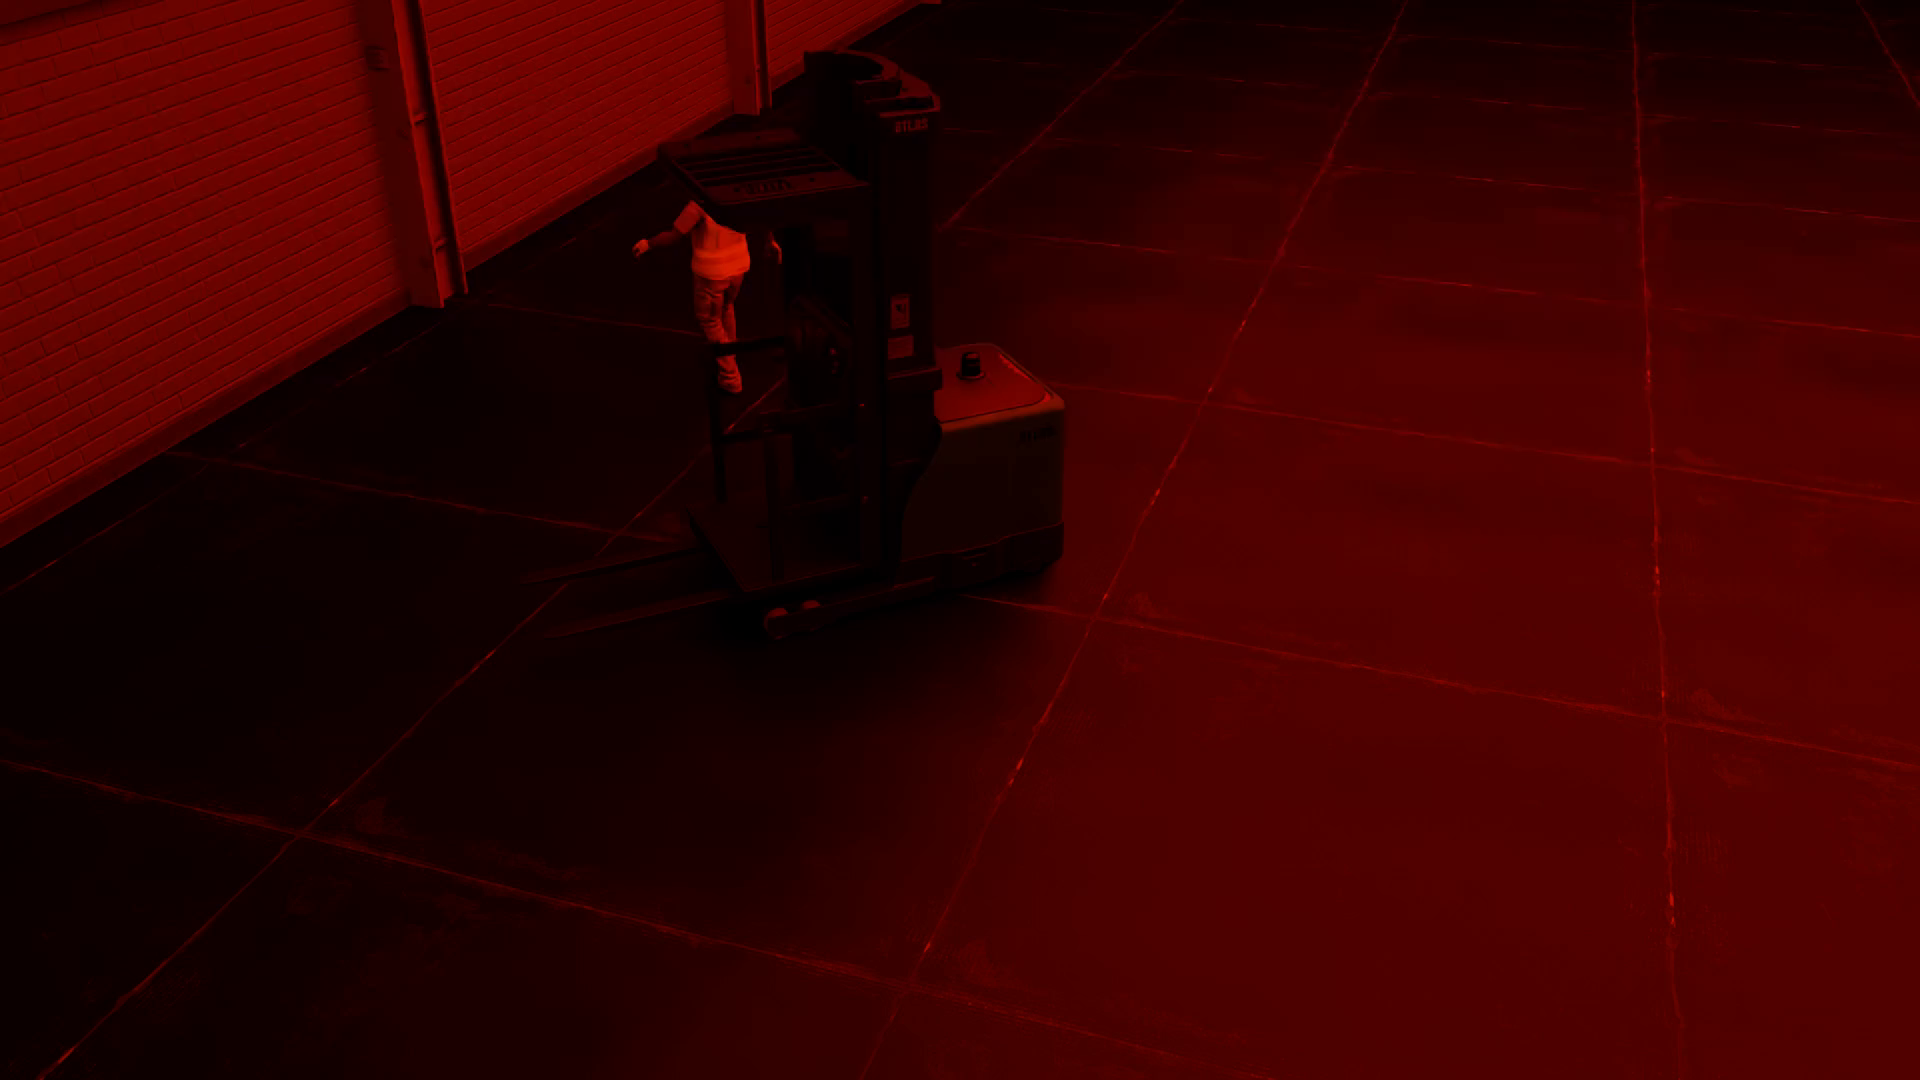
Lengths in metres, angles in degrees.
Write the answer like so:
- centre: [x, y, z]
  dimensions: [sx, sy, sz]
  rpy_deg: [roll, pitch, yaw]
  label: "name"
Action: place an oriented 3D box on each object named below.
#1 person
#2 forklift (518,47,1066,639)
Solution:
- centre: [-1.746, -1.941, 11.771]
  dimensions: [1.043, 1.794, 0.647]
  rpy_deg: [-26, 39, -38]
  label: "person"
- centre: [-0.951, -1.027, 8.939]
  dimensions: [3.031, 2.935, 1.130]
  rpy_deg: [-13, 32, -21]
  label: "forklift"
